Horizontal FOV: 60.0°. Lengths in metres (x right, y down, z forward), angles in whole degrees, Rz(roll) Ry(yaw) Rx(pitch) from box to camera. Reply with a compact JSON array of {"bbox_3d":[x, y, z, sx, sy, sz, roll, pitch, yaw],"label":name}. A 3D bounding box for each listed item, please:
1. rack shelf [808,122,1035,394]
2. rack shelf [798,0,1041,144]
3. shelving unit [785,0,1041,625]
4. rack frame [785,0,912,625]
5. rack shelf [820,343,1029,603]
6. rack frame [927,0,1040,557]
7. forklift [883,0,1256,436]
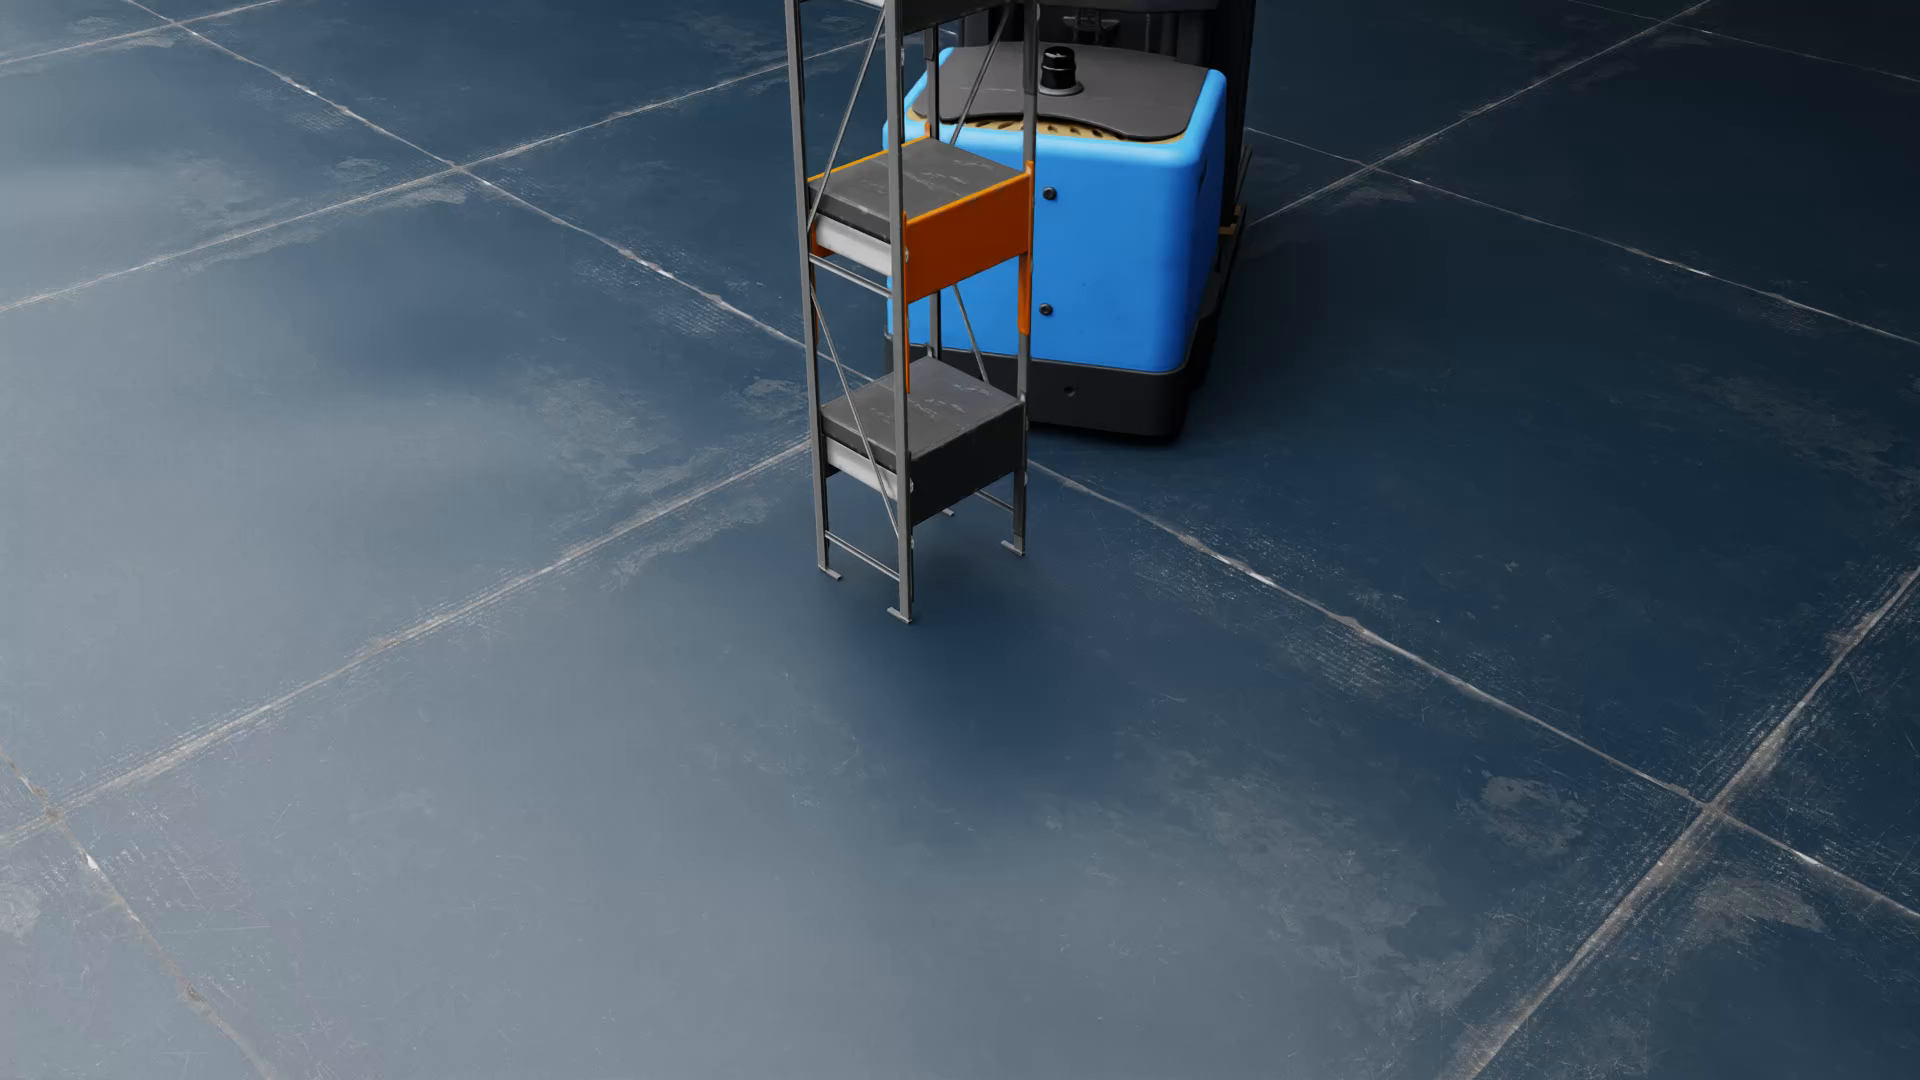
[{"bbox_3d":[-0.117,-0.783,4.561,0.431,0.518,0.480,30,45,35],"label":"rack shelf"},{"bbox_3d":[-0.117,-1.357,4.160,0.431,0.518,0.480,30,45,35],"label":"rack shelf"},{"bbox_3d":[-0.117,-0.794,4.553,0.431,2.100,0.503,30,45,35],"label":"shelving unit"},{"bbox_3d":[-0.289,-0.695,4.411,0.400,2.100,0.015,30,45,35],"label":"rack frame"},{"bbox_3d":[-0.117,-0.209,4.961,0.431,0.518,0.480,30,45,35],"label":"rack shelf"},{"bbox_3d":[0.055,-0.893,4.695,0.400,2.100,0.015,30,45,35],"label":"rack frame"},{"bbox_3d":[0.593,-2.393,6.119,1.130,2.935,3.031,8,36,12],"label":"forklift"}]
